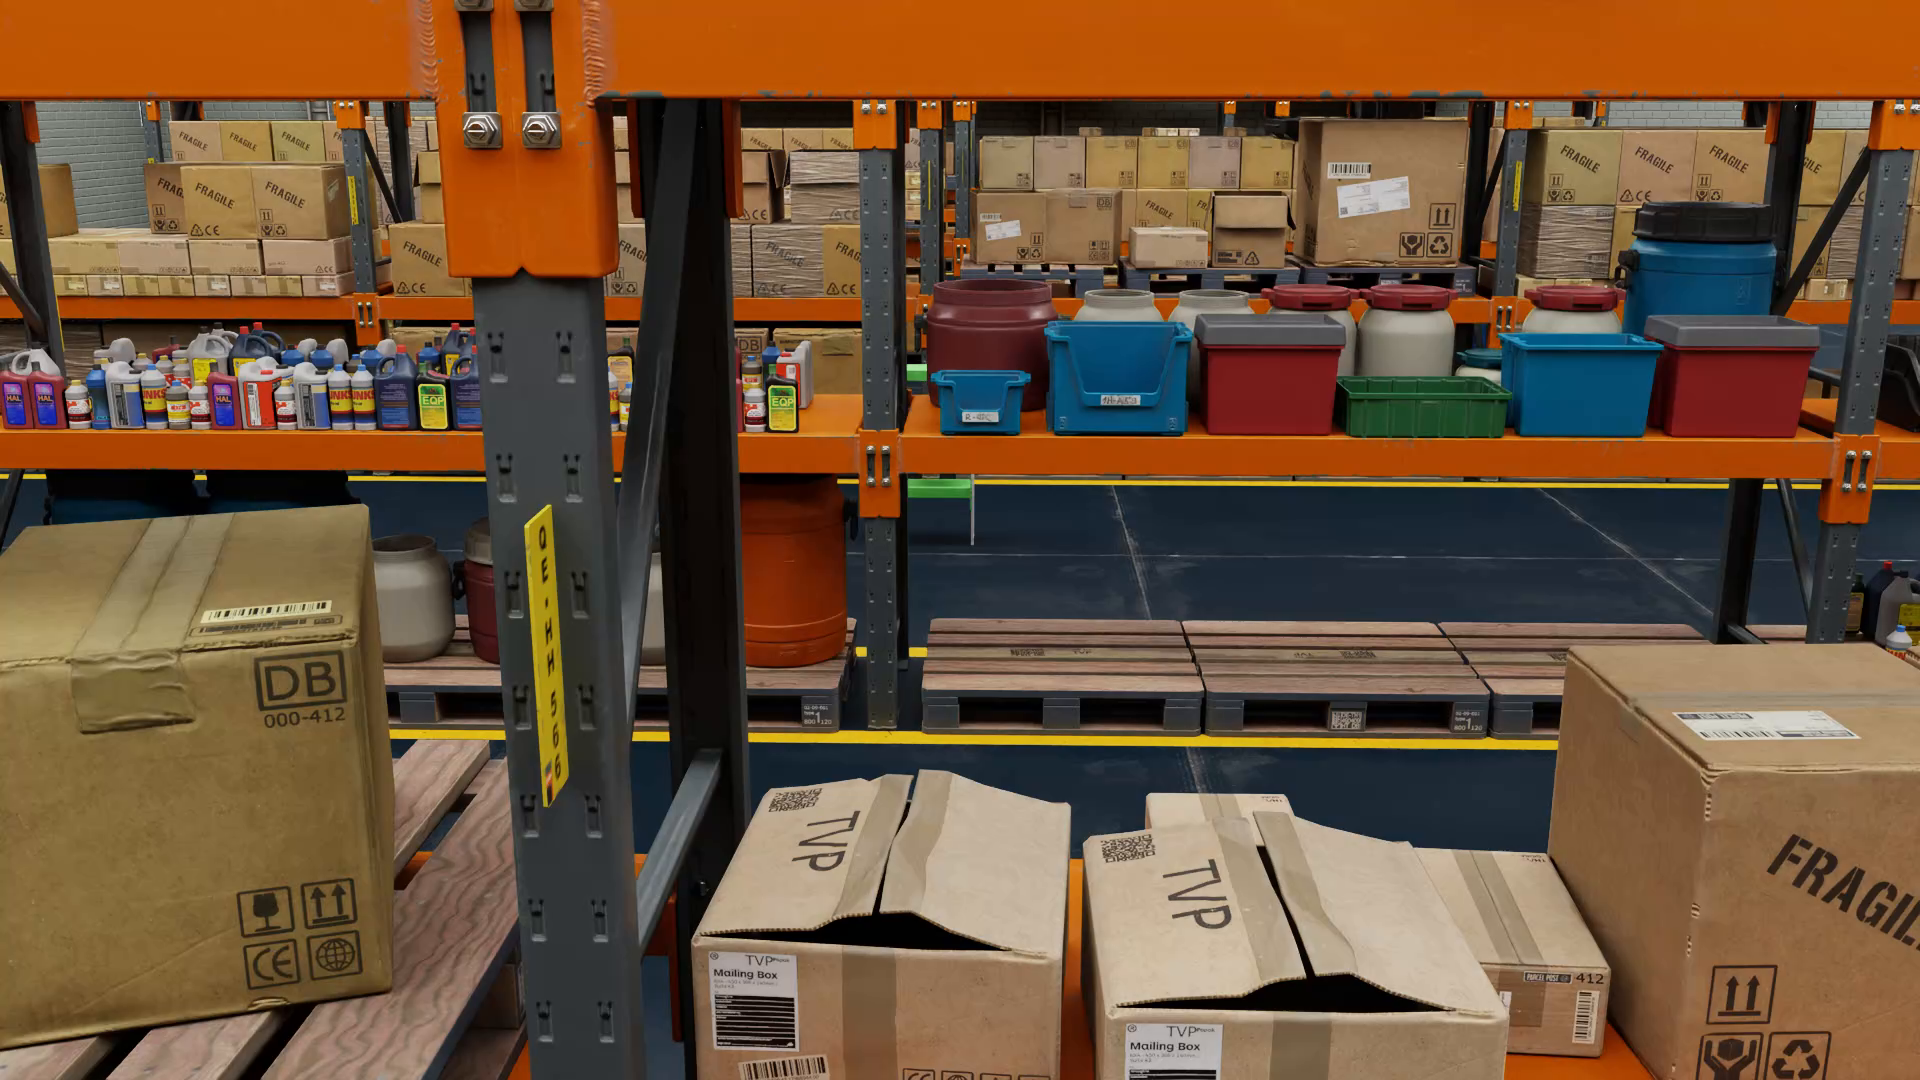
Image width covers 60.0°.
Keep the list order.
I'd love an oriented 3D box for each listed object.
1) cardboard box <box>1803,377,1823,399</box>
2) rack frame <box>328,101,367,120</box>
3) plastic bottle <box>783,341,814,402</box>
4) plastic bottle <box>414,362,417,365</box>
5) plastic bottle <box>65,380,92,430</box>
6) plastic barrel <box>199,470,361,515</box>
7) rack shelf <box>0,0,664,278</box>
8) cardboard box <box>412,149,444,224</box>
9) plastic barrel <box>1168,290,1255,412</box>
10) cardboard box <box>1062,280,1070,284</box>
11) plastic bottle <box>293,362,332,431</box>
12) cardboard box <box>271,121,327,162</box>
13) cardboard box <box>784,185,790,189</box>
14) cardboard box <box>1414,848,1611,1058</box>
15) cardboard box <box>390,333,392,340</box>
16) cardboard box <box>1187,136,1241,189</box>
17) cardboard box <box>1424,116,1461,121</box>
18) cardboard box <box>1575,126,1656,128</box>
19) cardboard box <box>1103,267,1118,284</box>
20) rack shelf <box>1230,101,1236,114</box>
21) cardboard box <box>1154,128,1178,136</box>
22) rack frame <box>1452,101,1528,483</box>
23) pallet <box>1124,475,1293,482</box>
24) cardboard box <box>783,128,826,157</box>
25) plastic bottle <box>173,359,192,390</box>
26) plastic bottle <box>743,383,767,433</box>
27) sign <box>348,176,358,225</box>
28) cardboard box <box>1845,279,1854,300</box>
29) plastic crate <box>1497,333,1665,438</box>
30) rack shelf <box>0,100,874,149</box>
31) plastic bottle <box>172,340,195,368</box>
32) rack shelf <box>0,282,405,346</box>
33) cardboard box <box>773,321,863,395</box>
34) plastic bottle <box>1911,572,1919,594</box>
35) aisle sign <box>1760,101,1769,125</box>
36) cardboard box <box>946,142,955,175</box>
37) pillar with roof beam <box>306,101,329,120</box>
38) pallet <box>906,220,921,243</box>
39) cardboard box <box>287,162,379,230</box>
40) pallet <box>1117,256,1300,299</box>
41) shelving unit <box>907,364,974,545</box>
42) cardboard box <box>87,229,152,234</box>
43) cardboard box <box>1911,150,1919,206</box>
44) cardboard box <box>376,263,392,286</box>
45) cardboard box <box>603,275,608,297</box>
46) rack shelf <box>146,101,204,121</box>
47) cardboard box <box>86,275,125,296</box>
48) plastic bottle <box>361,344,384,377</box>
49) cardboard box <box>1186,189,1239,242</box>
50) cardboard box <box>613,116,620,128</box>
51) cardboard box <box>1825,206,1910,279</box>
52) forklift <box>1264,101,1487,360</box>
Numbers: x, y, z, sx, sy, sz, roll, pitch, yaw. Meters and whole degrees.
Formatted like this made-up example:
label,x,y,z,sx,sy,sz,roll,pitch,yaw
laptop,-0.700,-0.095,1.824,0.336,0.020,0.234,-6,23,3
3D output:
label,x,y,z,sx,sy,sz,roll,pitch,yaw
cardboard box,5.952,-0.969,12.208,0.500,0.500,0.500,2,15,7
rack frame,-7.942,-4.593,21.870,0.127,3.000,1.000,0,15,1
plastic bottle,-0.749,-0.776,7.645,0.135,0.276,0.152,0,15,1
plastic bottle,-2.569,-0.759,7.726,0.097,0.201,0.097,0,15,0
plastic bottle,-3.718,-0.573,7.020,0.097,0.201,0.097,0,15,0
plastic barrel,-3.072,0.047,7.571,0.708,0.901,0.600,0,15,1
rack shelf,-2.454,-0.603,2.277,4.000,0.370,1.077,0,15,1
cardboard box,-3.558,-2.571,12.044,0.637,0.503,0.797,0,15,0
plastic barrel,1.130,-0.850,7.462,0.421,0.512,0.421,0,15,0
cardboard box,1.357,-3.465,21.920,0.625,0.372,0.950,0,15,0
plastic bottle,-2.713,-0.609,7.012,0.135,0.276,0.152,0,15,1
cardboard box,-6.502,-3.925,16.596,0.500,0.500,0.500,0,15,0
cardboard box,-1.765,-3.543,16.391,0.250,0.149,0.380,1,15,4
cardboard box,0.821,0.628,2.573,0.250,0.149,0.380,1,15,6
cardboard box,-5.664,-2.070,17.071,0.250,0.149,0.380,1,15,2
cardboard box,2.512,-3.792,16.676,0.500,0.500,0.700,0,15,2
cardboard box,6.023,-5.133,21.178,0.500,0.500,0.700,0,15,1
cardboard box,6.548,-3.851,16.647,0.550,0.550,0.875,0,15,1
cardboard box,1.510,-2.362,16.998,0.750,0.750,1.050,1,15,2
rack shelf,6.176,-6.870,26.031,4.000,0.370,1.077,0,15,1
cardboard box,2.622,-5.166,21.168,0.250,0.149,0.380,0,15,-1
rack frame,3.801,-1.988,11.995,0.127,3.000,1.000,0,15,1
pallet,1.799,-0.652,12.396,1.213,0.211,1.003,0,15,1
cardboard box,-1.984,-5.021,21.335,0.500,0.500,0.500,0,15,1
plastic bottle,-3.540,-0.726,7.603,0.097,0.201,0.097,0,15,0
plastic bottle,-0.855,-0.554,6.949,0.097,0.201,0.097,0,15,0
sign,-4.209,-2.355,11.535,0.005,0.325,0.100,0,15,1
cardboard box,6.259,-1.794,11.750,0.250,0.149,0.380,0,15,1
plastic crate,2.563,-0.645,6.936,0.575,0.384,0.392,0,15,1
rack shelf,-2.324,-1.866,7.064,4.000,0.370,1.077,0,15,1
plastic bottle,-3.556,-0.794,7.714,0.135,0.276,0.152,0,15,1
rack shelf,-6.196,-1.705,12.333,4.000,0.370,1.077,0,15,1
cardboard box,-0.887,-1.199,12.348,0.875,0.875,1.225,0,15,-1
plastic bottle,4.517,0.275,7.747,0.185,0.351,0.144,0,15,-1
aisle sign,8.106,-4.559,16.644,0.004,0.787,0.394,0,15,1
cardboard box,-0.333,-6.102,26.568,0.500,0.500,0.500,1,15,4
pillar with roof beam,-10.602,-7.909,22.679,0.400,9.000,9.100,0,15,1
pallet,-0.686,-3.163,16.824,1.003,0.211,1.213,0,15,1
cardboard box,-4.669,-2.542,12.337,0.500,0.500,0.500,0,15,1
pallet,1.782,-1.919,12.109,1.213,0.211,1.003,0,15,1
shelving unit,-0.165,-0.581,10.191,0.503,1.200,0.258,0,15,1
cardboard box,-6.168,-2.193,12.482,0.500,0.250,0.500,0,15,2
cardboard box,6.743,-2.580,11.499,0.500,0.500,0.500,0,15,1
cardboard box,-4.484,-2.005,12.553,0.250,0.149,0.380,0,15,2
cardboard box,-2.741,-2.015,11.902,0.500,0.500,0.500,0,15,0
rack shelf,-5.968,-4.420,16.743,4.000,0.370,1.077,0,15,1
cardboard box,-6.049,-1.847,11.954,0.250,0.149,0.380,1,15,2
plastic bottle,-2.670,-0.755,7.572,0.097,0.271,0.097,0,15,0
cardboard box,2.489,-3.242,16.553,0.500,0.500,0.500,1,15,2
cardboard box,-4.521,-5.363,21.360,0.250,0.149,0.380,1,15,3
cardboard box,6.248,-2.152,11.836,0.500,0.500,0.875,0,15,1
forklift,3.117,-2.566,14.322,3.031,2.935,1.130,0,15,2
